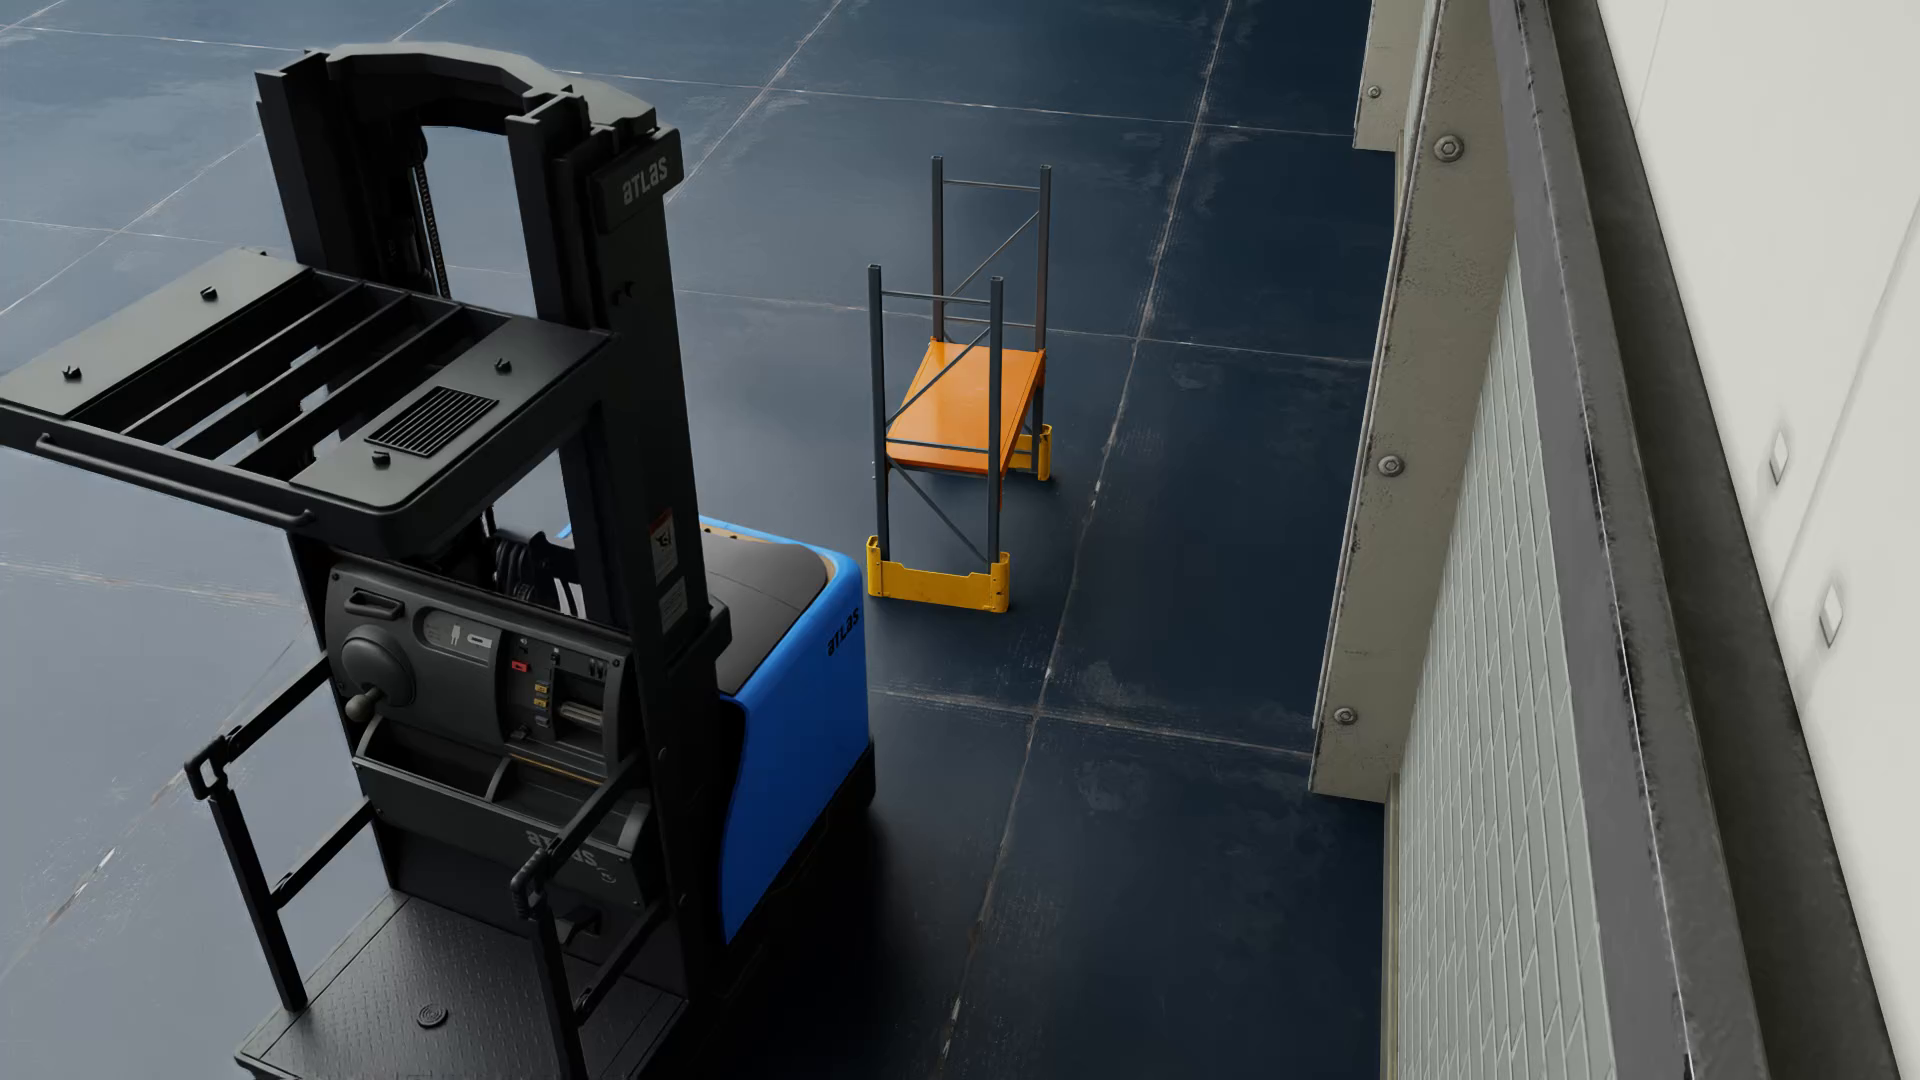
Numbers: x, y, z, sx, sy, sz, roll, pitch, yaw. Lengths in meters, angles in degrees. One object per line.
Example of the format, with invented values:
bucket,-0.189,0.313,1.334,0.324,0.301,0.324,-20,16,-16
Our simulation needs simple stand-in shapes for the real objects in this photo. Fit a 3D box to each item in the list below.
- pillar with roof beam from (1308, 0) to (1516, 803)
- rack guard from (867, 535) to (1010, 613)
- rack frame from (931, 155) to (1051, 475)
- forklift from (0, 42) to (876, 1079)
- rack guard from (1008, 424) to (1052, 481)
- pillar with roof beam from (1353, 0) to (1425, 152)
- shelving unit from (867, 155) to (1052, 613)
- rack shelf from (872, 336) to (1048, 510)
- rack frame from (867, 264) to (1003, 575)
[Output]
pillar with roof beam,-2.757,-3.370,4.232,9.100,9.000,0.400,7,37,10
rack guard,-0.090,0.141,6.843,0.587,0.250,0.087,7,37,10
rack frame,0.127,-0.948,7.279,0.500,1.500,0.032,7,37,10
forklift,-1.355,0.416,4.178,1.130,2.935,3.031,14,38,19
rack guard,0.123,-0.430,7.631,0.587,0.250,0.087,7,37,10
pillar with roof beam,-1.475,-6.810,8.978,9.100,9.000,0.400,7,37,10
shelving unit,0.016,-0.651,6.870,0.587,1.500,1.083,7,37,10
rack shelf,0.018,-0.511,6.983,0.538,0.185,1.000,7,37,10
rack frame,-0.090,-0.365,6.475,0.500,1.500,0.032,7,37,10
